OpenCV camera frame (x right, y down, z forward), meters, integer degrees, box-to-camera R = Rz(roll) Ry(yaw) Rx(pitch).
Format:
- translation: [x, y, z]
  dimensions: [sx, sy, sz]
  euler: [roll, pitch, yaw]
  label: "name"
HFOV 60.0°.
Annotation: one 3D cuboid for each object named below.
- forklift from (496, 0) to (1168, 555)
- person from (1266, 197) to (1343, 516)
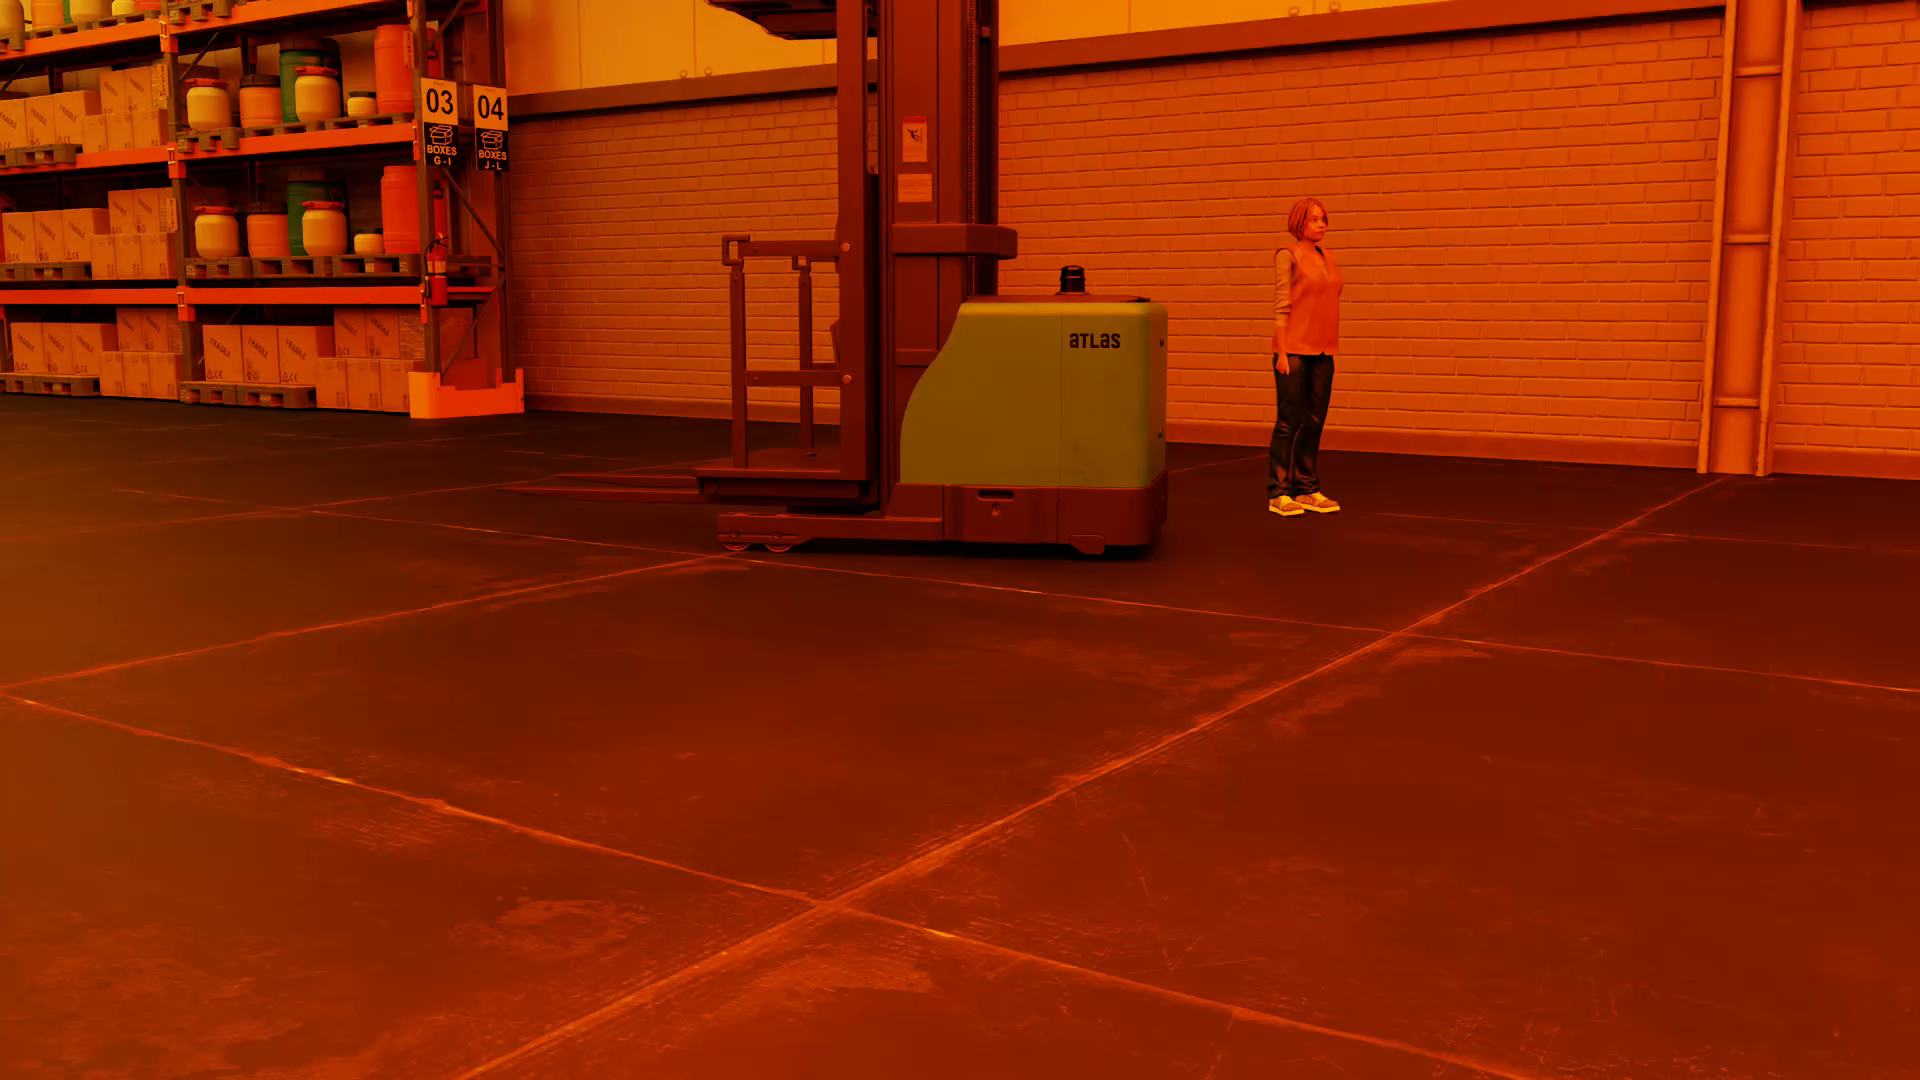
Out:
- translation: [-0.596, -1.469, 7.520]
  dimensions: [3.031, 2.935, 1.130]
  euler: [2, 8, 12]
  label: "forklift"
- translation: [1.767, -0.935, 8.498]
  dimensions: [0.406, 1.603, 0.316]
  euler: [-6, 10, -35]
  label: "person"
